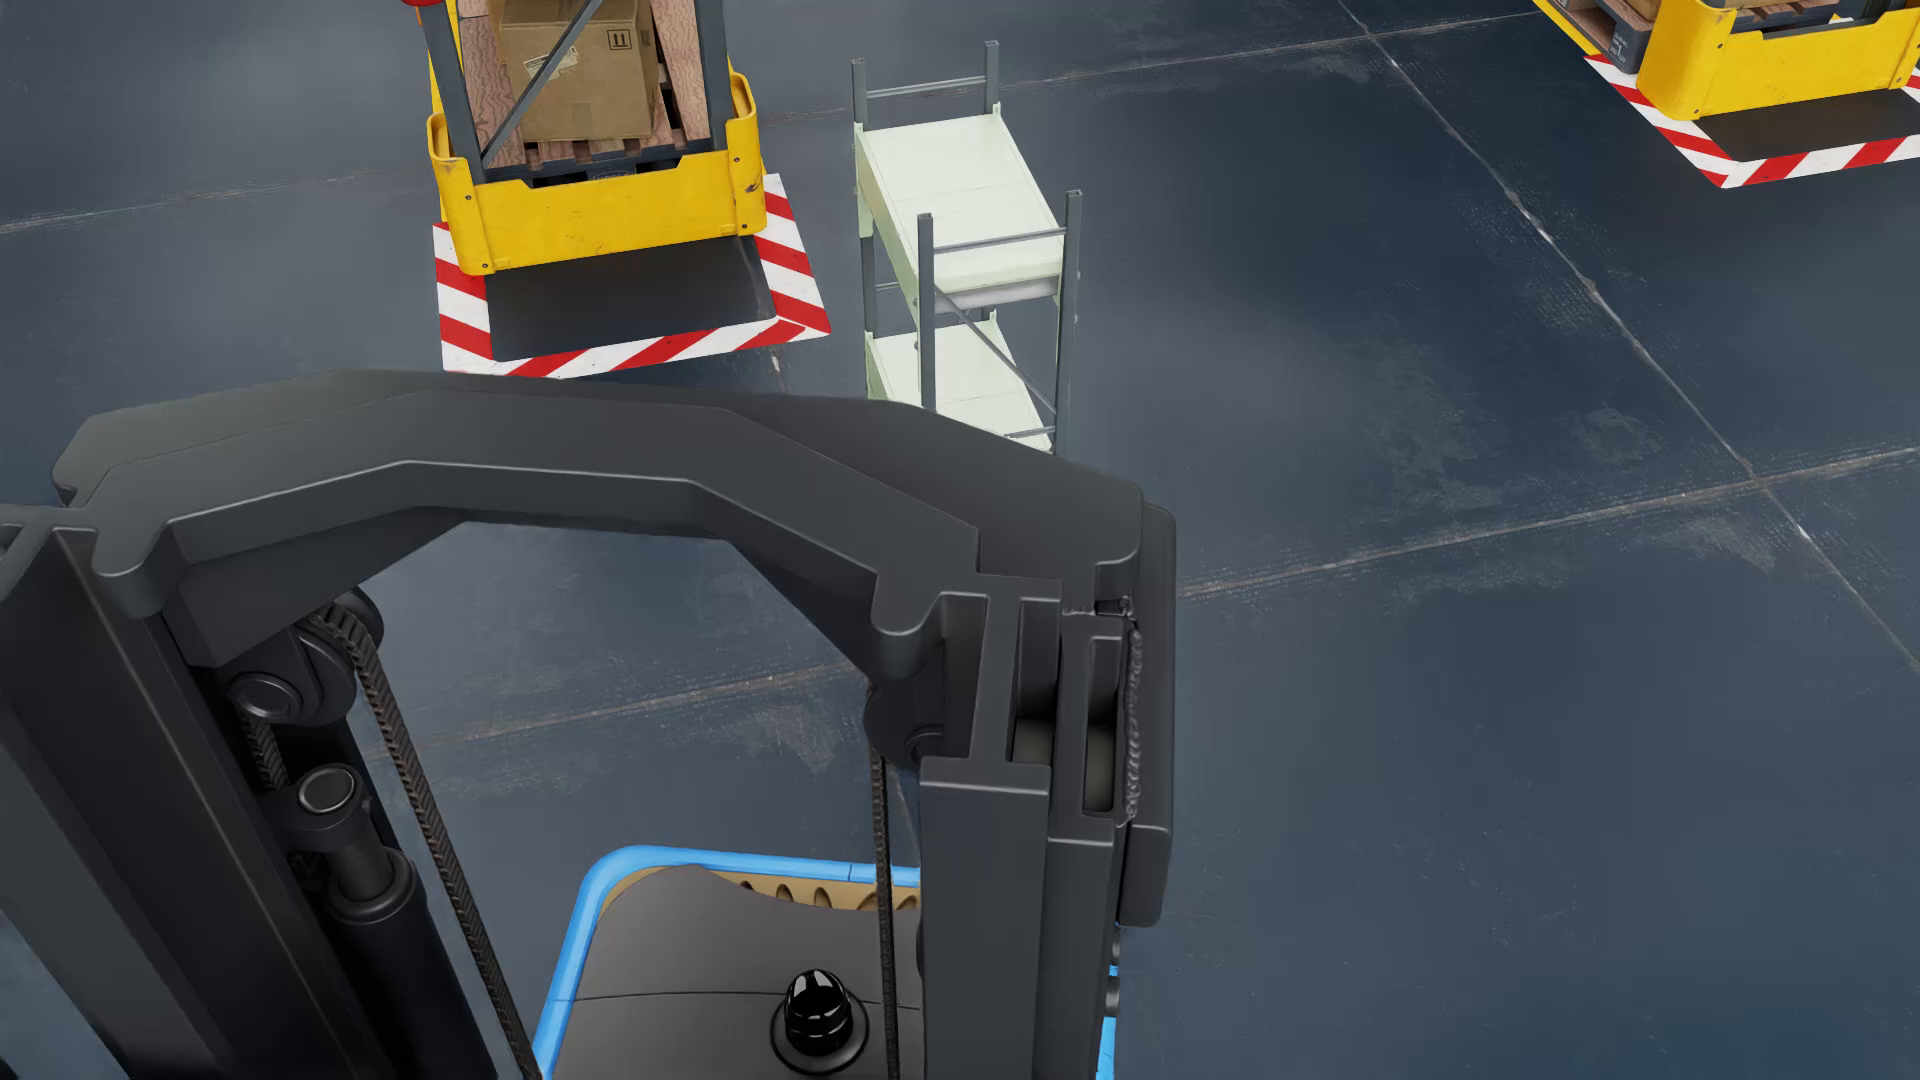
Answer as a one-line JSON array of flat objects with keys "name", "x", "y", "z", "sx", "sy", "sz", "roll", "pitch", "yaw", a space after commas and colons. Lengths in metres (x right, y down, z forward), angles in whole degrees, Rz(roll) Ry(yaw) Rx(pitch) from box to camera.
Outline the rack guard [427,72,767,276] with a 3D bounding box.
[{"name": "rack guard", "x": -1.343, "y": -1.379, "z": 6.251, "sx": 1.175, "sy": 0.500, "sz": 0.348, "roll": -11, "pitch": 47, "yaw": -10}]

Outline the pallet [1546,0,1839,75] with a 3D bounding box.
[{"name": "pallet", "x": 3.217, "y": -2.600, "z": 7.650, "sx": 1.003, "sy": 0.211, "sz": 1.213, "roll": -11, "pitch": 47, "yaw": -10}]

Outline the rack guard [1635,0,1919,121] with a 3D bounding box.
[{"name": "rack guard", "x": 3.504, "y": -2.147, "z": 7.004, "sx": 1.175, "sy": 0.500, "sz": 0.348, "roll": -11, "pitch": 47, "yaw": -10}]

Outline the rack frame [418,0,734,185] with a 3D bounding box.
[{"name": "rack frame", "x": -1.323, "y": -2.201, "z": 5.307, "sx": 1.000, "sy": 3.000, "sz": 0.127, "roll": -11, "pitch": 47, "yaw": -10}]

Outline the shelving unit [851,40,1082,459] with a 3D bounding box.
[{"name": "shelving unit", "x": 0.002, "y": -0.520, "z": 4.710, "sx": 0.431, "sy": 1.500, "sz": 0.755, "roll": -11, "pitch": 47, "yaw": -10}]

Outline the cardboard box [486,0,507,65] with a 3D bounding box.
[{"name": "cardboard box", "x": -1.653, "y": -2.314, "z": 6.873, "sx": 0.500, "sy": 0.500, "sz": 0.500, "roll": 0, "pitch": 46, "yaw": 0}]

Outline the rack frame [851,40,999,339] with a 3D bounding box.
[{"name": "rack frame", "x": -0.092, "y": -0.773, "z": 4.957, "sx": 0.400, "sy": 1.500, "sz": 0.023, "roll": -11, "pitch": 47, "yaw": -10}]

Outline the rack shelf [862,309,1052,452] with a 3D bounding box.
[{"name": "rack shelf", "x": 0.002, "y": -0.292, "z": 4.943, "sx": 0.431, "sy": 0.370, "sz": 0.720, "roll": -11, "pitch": 47, "yaw": -10}]

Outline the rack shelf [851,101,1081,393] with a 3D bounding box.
[{"name": "rack shelf", "x": 0.002, "y": -0.793, "z": 4.431, "sx": 0.431, "sy": 0.370, "sz": 0.720, "roll": -11, "pitch": 47, "yaw": -10}]

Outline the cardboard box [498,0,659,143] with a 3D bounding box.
[{"name": "cardboard box", "x": -1.467, "y": -1.907, "z": 6.475, "sx": 0.500, "sy": 0.500, "sz": 0.500, "roll": -3, "pitch": 46, "yaw": -3}]

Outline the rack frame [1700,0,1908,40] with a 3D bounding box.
[{"name": "rack frame", "x": 3.497, "y": -3.038, "z": 6.127, "sx": 1.000, "sy": 3.000, "sz": 0.127, "roll": -11, "pitch": 47, "yaw": -10}]

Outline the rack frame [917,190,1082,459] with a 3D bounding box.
[{"name": "rack frame", "x": 0.095, "y": -0.268, "z": 4.462, "sx": 0.400, "sy": 1.500, "sz": 0.023, "roll": -11, "pitch": 47, "yaw": -10}]

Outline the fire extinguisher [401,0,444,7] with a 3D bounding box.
[{"name": "fire extinguisher", "x": -1.739, "y": -2.011, "z": 5.174, "sx": 0.296, "sy": 0.674, "sz": 0.183, "roll": -11, "pitch": 47, "yaw": -10}]

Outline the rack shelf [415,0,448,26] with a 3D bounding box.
[{"name": "rack shelf", "x": -1.835, "y": -3.330, "z": 6.917, "sx": 1.077, "sy": 0.370, "sz": 4.000, "roll": -11, "pitch": 47, "yaw": -10}]

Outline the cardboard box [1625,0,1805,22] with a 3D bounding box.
[{"name": "cardboard box", "x": 3.260, "y": -2.897, "z": 7.183, "sx": 0.875, "sy": 0.875, "sz": 0.875, "roll": -10, "pitch": 47, "yaw": -10}]

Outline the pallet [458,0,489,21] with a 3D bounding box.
[{"name": "pallet", "x": -1.825, "y": -2.685, "z": 7.734, "sx": 1.003, "sy": 0.211, "sz": 1.213, "roll": -11, "pitch": 47, "yaw": -10}]

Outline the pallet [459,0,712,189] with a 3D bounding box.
[{"name": "pallet", "x": -1.516, "y": -1.845, "z": 6.910, "sx": 1.003, "sy": 0.211, "sz": 1.213, "roll": -11, "pitch": 47, "yaw": -10}]
